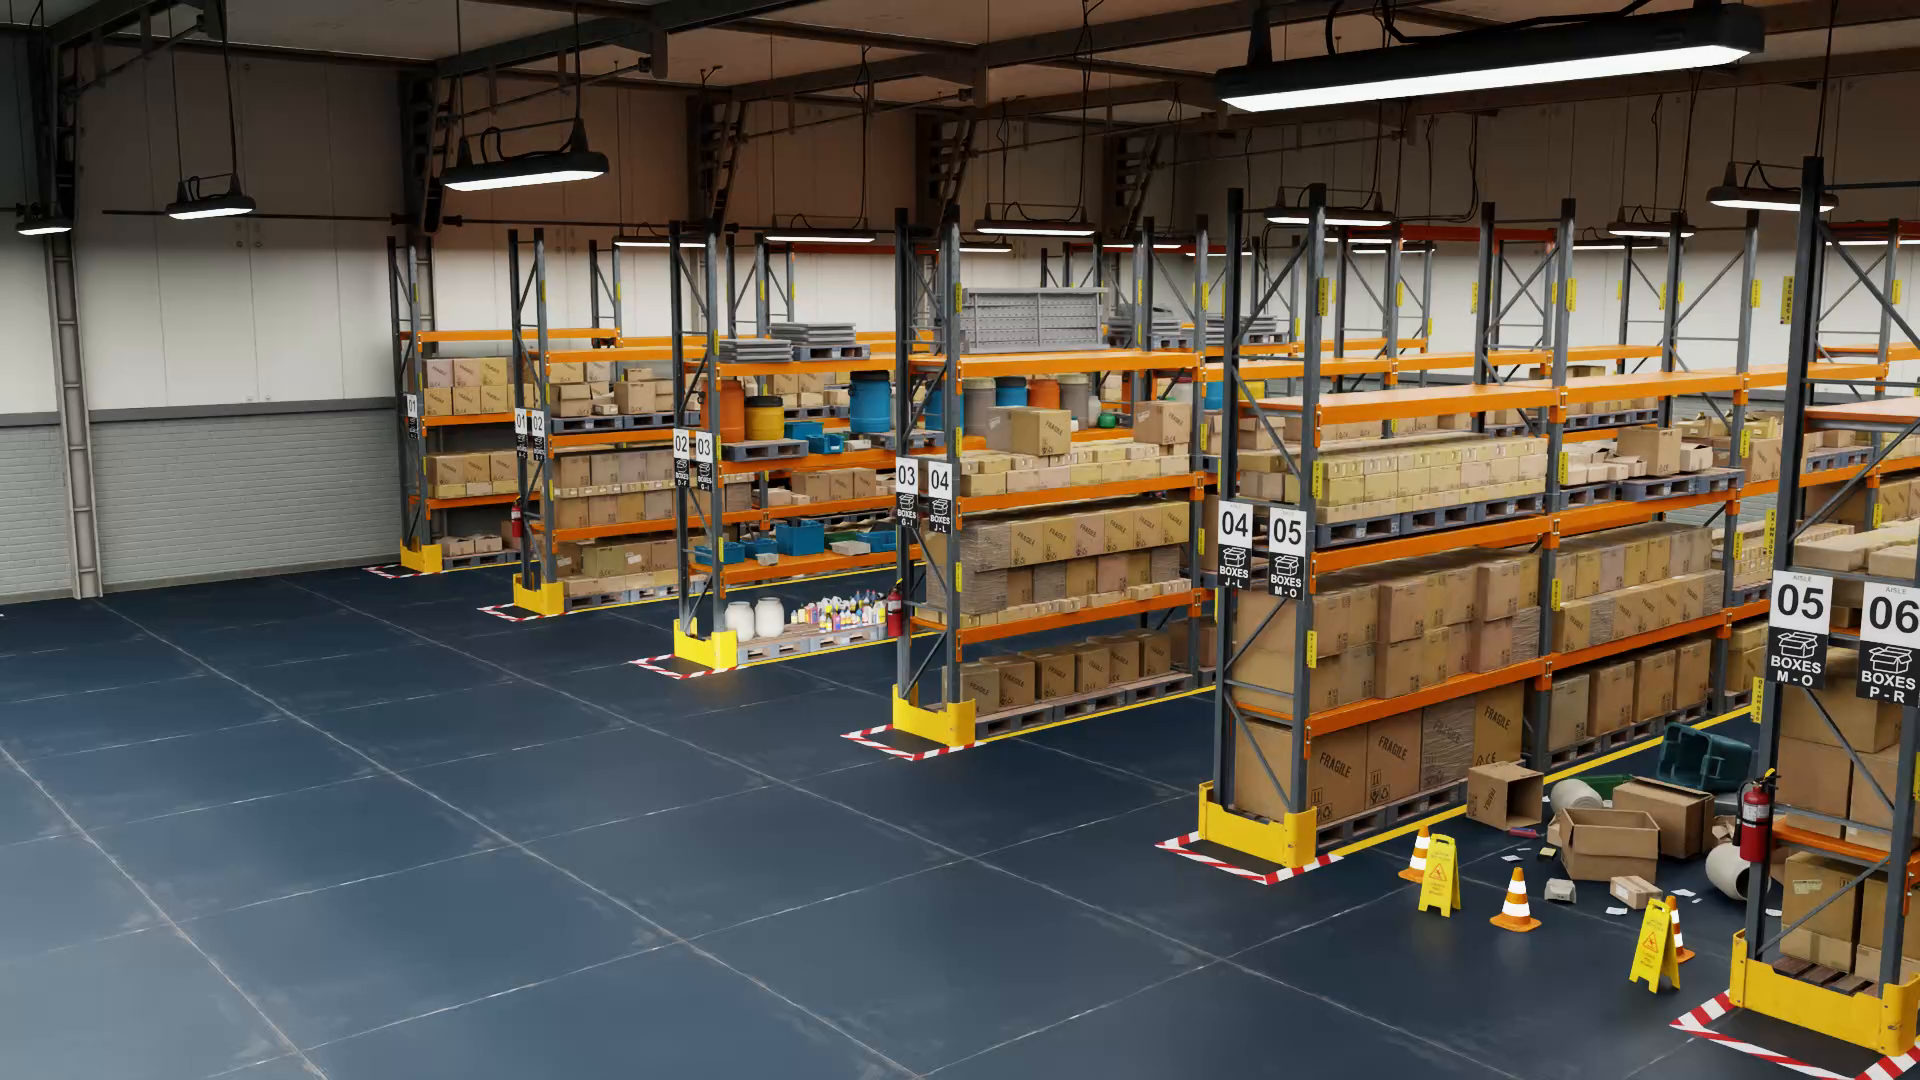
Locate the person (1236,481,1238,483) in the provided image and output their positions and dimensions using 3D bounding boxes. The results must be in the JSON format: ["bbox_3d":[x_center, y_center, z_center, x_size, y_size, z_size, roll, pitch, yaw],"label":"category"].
[{"bbox_3d":[5.300,-0.645,32.405,1.028,1.617,0.648,-7,11,-39],"label":"person"}]

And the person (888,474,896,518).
[{"bbox_3d":[-1.199,-0.761,33.479,0.932,1.670,0.577,-7,11,-39],"label":"person"}]
